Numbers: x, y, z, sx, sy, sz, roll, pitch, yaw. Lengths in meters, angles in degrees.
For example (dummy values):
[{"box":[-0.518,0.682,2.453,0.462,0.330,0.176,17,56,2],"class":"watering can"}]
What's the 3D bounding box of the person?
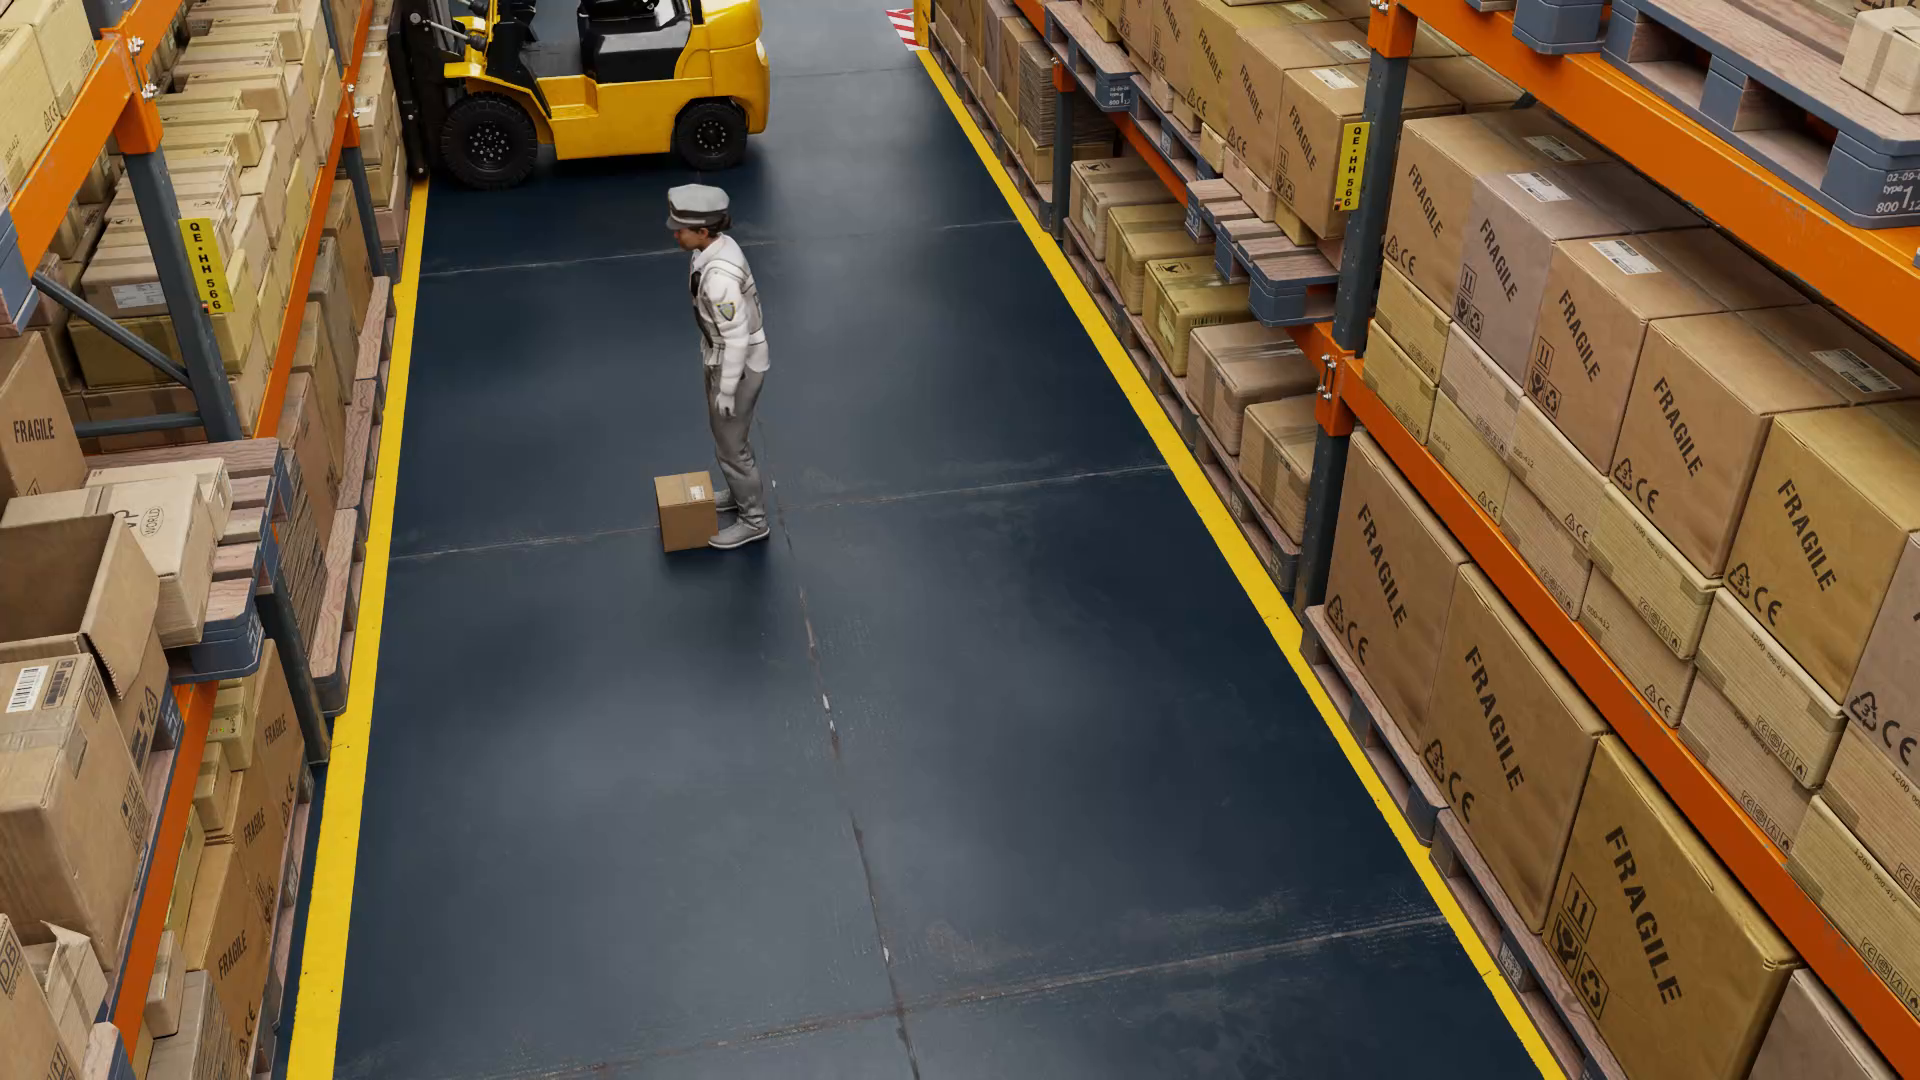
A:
[{"box":[-1.017,-0.746,7.224,0.378,1.663,0.532,-8,35,-11],"class":"person"}]
